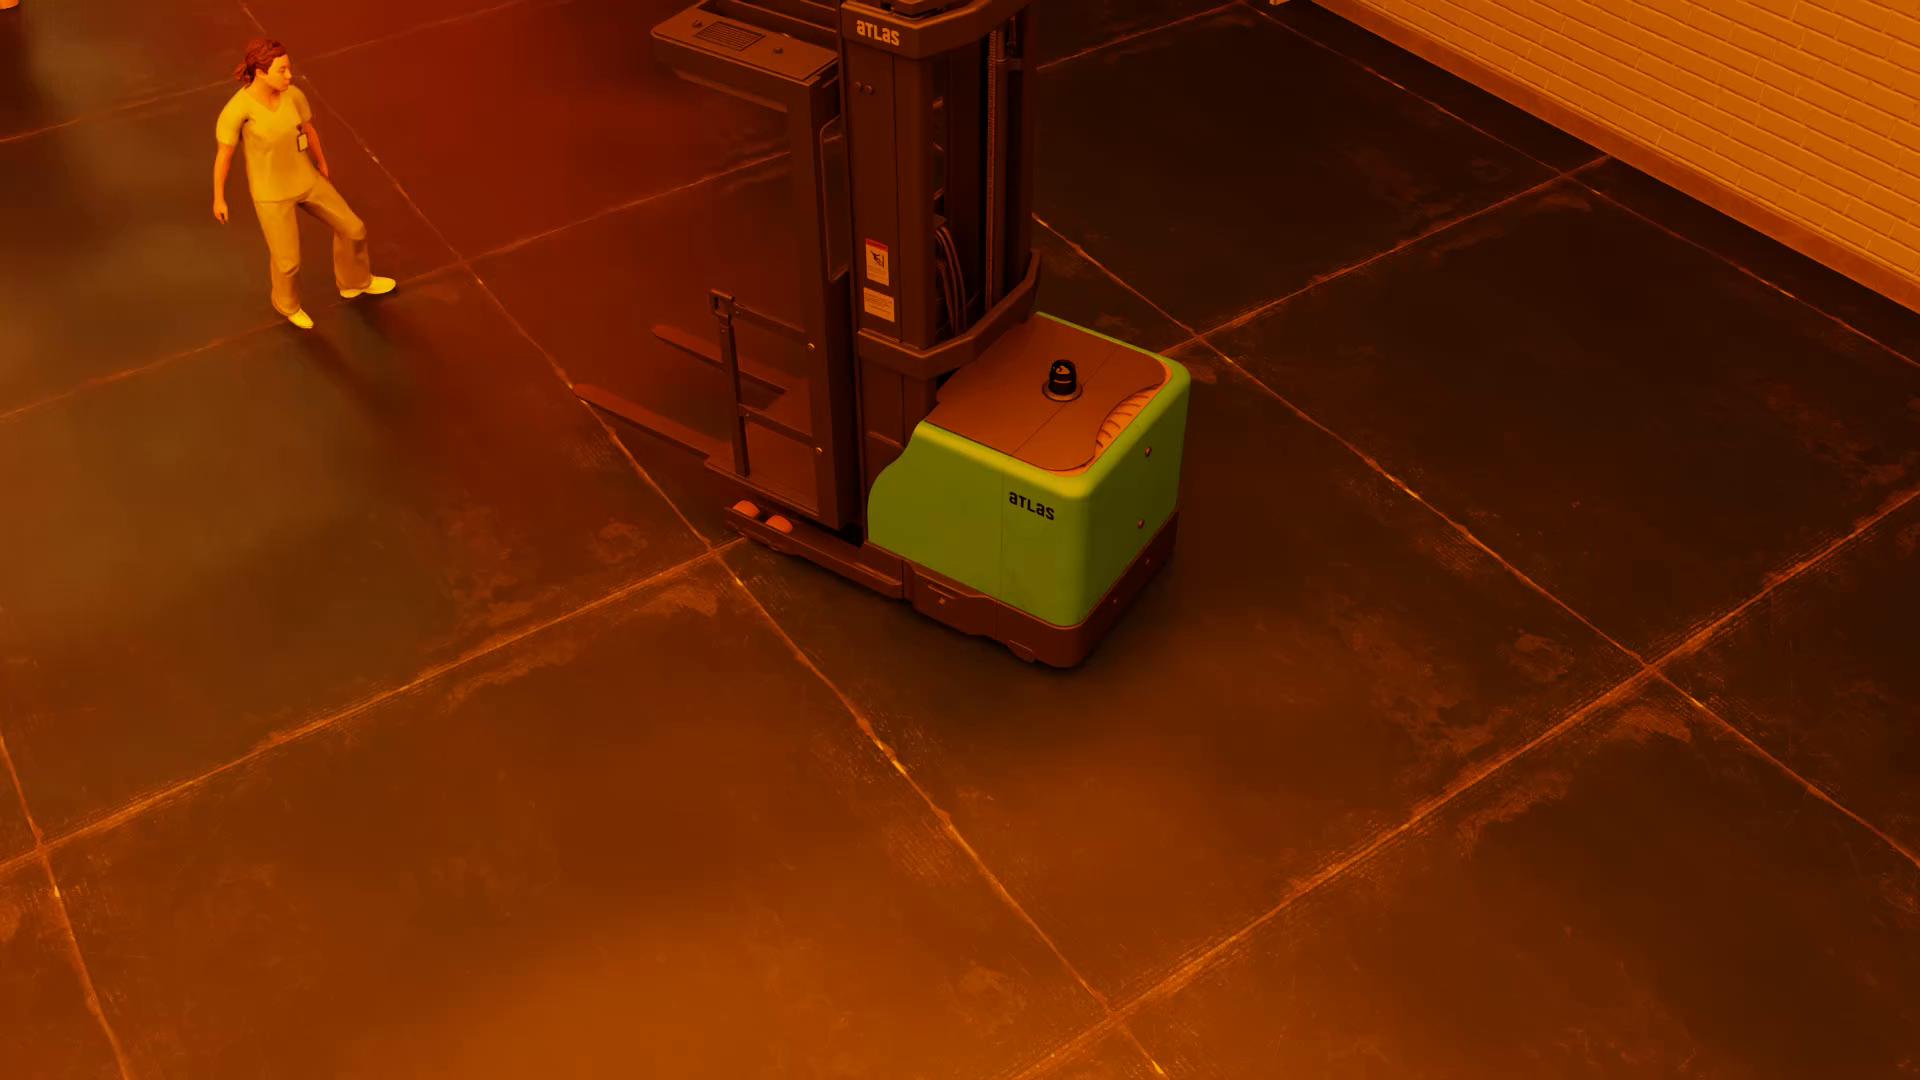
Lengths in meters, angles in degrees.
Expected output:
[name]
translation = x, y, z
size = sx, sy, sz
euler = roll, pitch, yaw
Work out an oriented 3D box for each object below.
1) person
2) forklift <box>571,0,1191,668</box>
[person]
translation = -3.540, -1.866, 8.731
size = 0.425, 1.645, 0.799
euler = 31, 51, 29
[forklift]
translation = -0.511, -1.302, 7.129
size = 3.031, 2.935, 1.130
euler = 24, 48, 24
